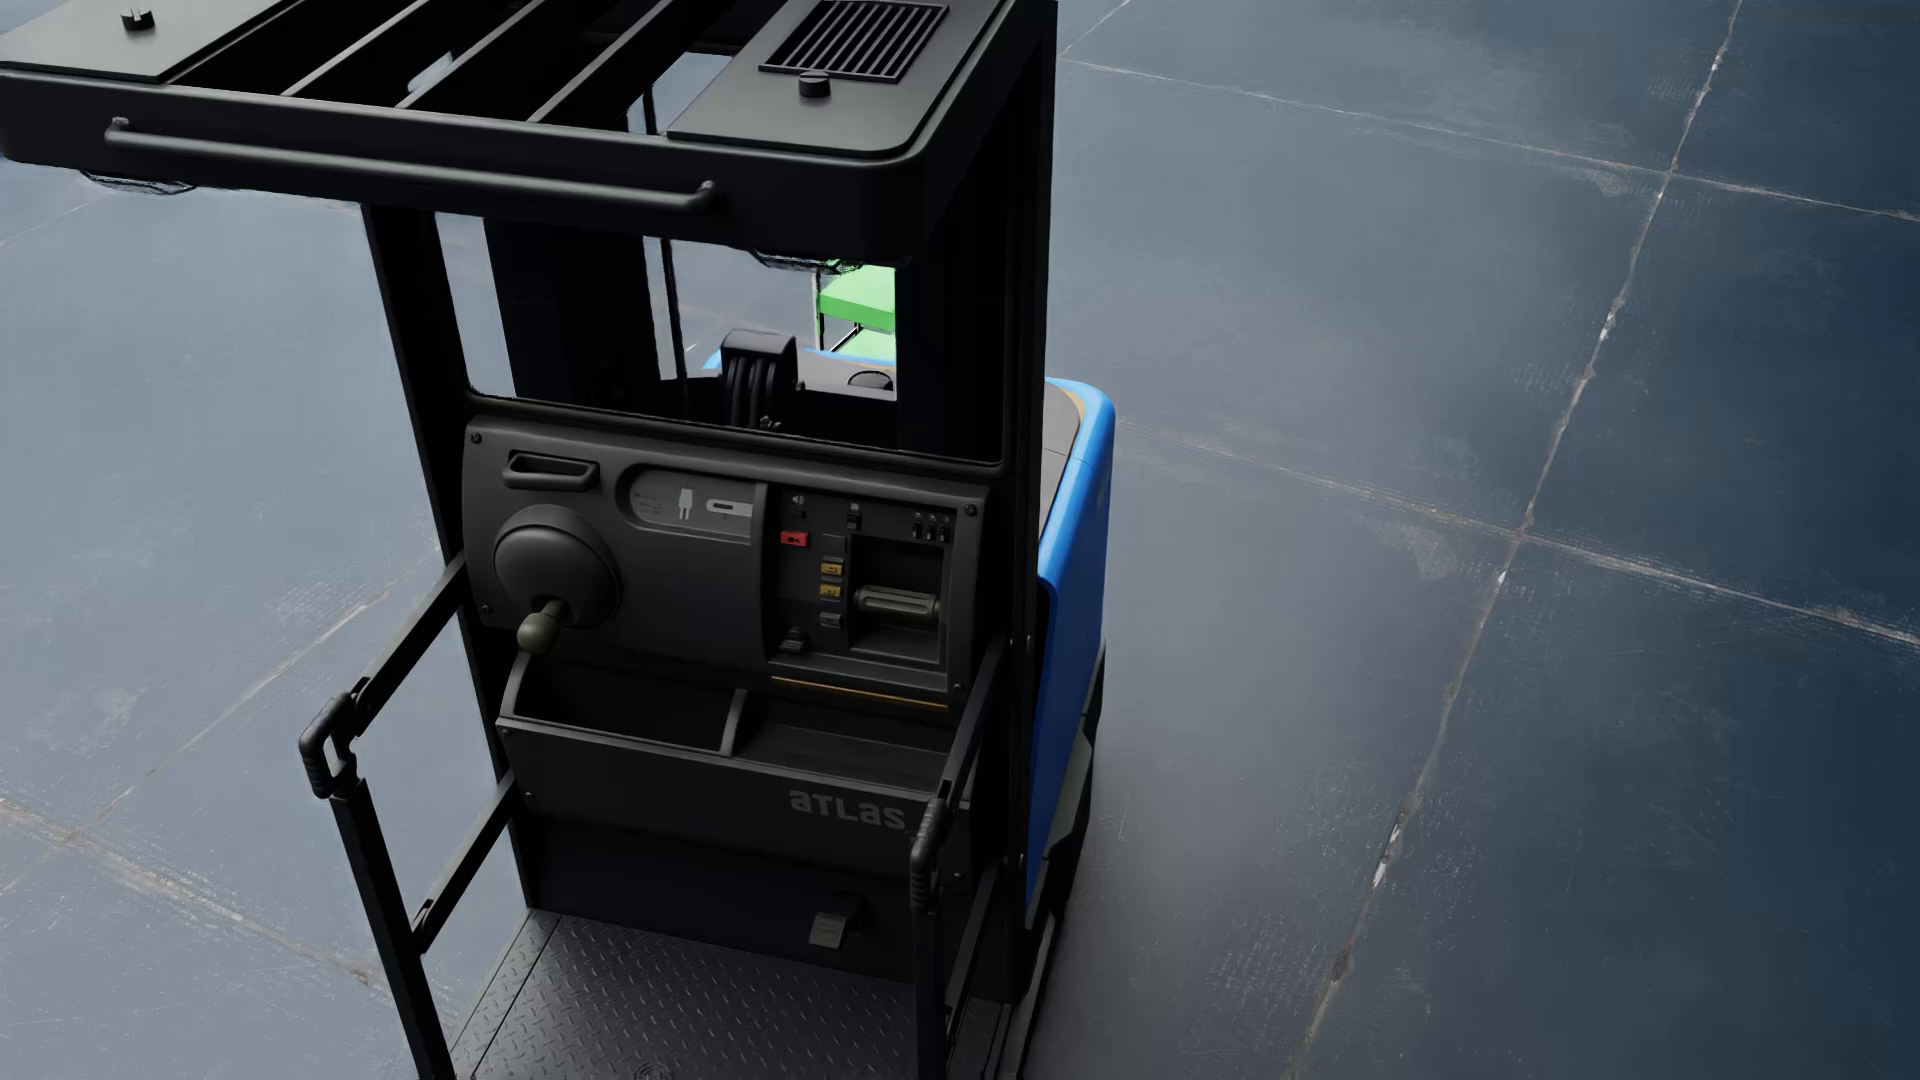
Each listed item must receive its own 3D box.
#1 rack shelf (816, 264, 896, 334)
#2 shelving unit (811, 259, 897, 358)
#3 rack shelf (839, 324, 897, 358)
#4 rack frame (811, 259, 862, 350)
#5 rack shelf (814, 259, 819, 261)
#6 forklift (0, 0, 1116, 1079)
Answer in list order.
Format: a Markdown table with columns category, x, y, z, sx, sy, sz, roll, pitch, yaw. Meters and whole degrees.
| category | x | y | z | sx | sy | sz | roll | pitch | yaw |
| --- | --- | --- | --- | --- | --- | --- | --- | --- | --- |
| rack shelf | -0.147 | -0.664 | 4.841 | 0.480 | 0.148 | 0.258 | 17 | 41 | 21 |
| shelving unit | -0.147 | -0.524 | 4.948 | 0.503 | 1.200 | 0.258 | 17 | 41 | 21 |
| rack shelf | -0.147 | -0.473 | 4.987 | 0.480 | 0.148 | 0.258 | 17 | 41 | 21 |
| rack frame | -0.364 | -0.592 | 5.037 | 0.015 | 1.200 | 0.240 | 17 | 41 | 21 |
| rack shelf | -0.147 | -0.855 | 4.696 | 0.480 | 0.148 | 0.258 | 17 | 41 | 21 |
| forklift | -0.465 | 0.110 | 2.680 | 1.130 | 2.935 | 3.031 | 8 | 38 | 11 |
